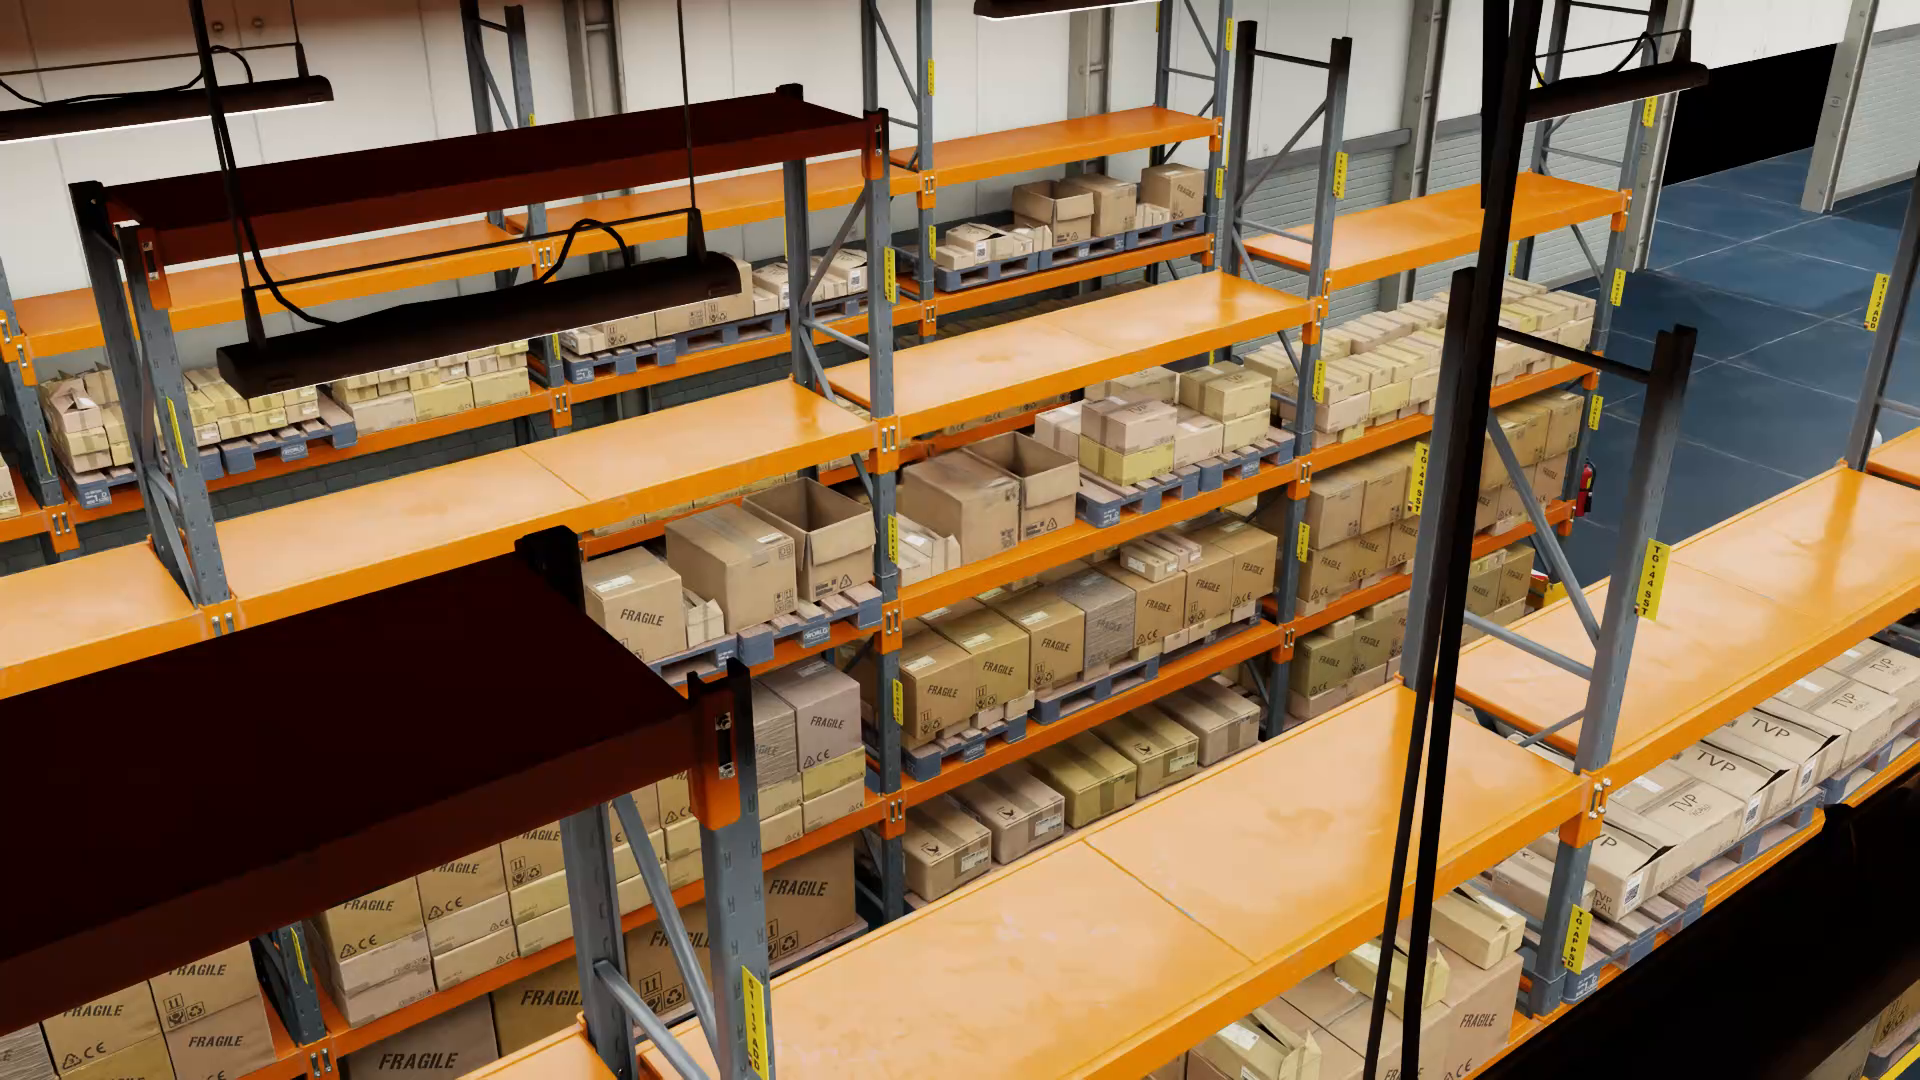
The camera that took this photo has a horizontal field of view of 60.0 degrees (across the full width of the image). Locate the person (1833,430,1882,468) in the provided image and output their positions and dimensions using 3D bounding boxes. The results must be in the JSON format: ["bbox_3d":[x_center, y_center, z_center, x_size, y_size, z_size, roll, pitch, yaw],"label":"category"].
[{"bbox_3d":[8.963,-0.276,16.674,0.579,1.794,0.831,12,29,23],"label":"person"}]
